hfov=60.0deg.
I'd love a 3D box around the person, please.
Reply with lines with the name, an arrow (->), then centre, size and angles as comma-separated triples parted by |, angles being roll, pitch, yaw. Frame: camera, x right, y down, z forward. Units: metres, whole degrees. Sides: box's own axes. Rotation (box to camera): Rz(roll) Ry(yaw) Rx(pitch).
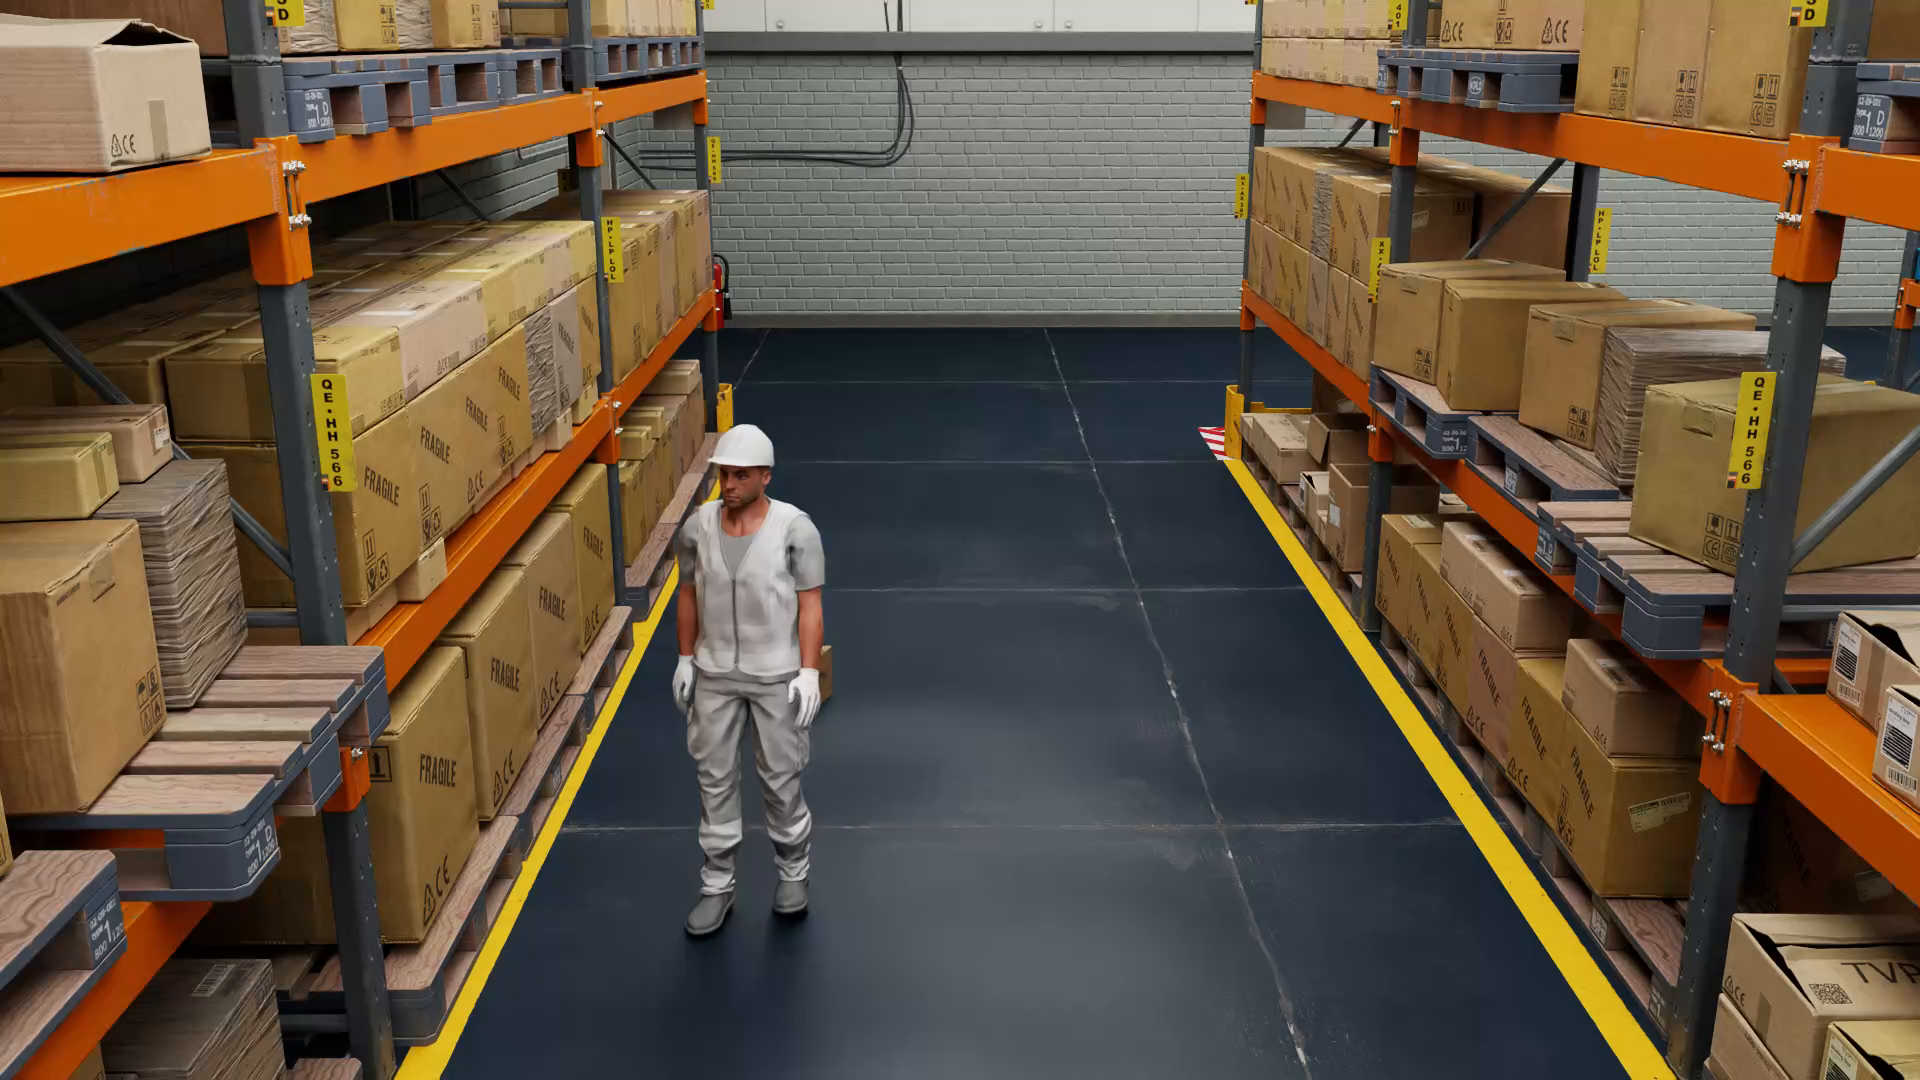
person -> -0.756, 0.494, 5.819 | 0.602, 1.791, 0.495 | 3, 17, 10
